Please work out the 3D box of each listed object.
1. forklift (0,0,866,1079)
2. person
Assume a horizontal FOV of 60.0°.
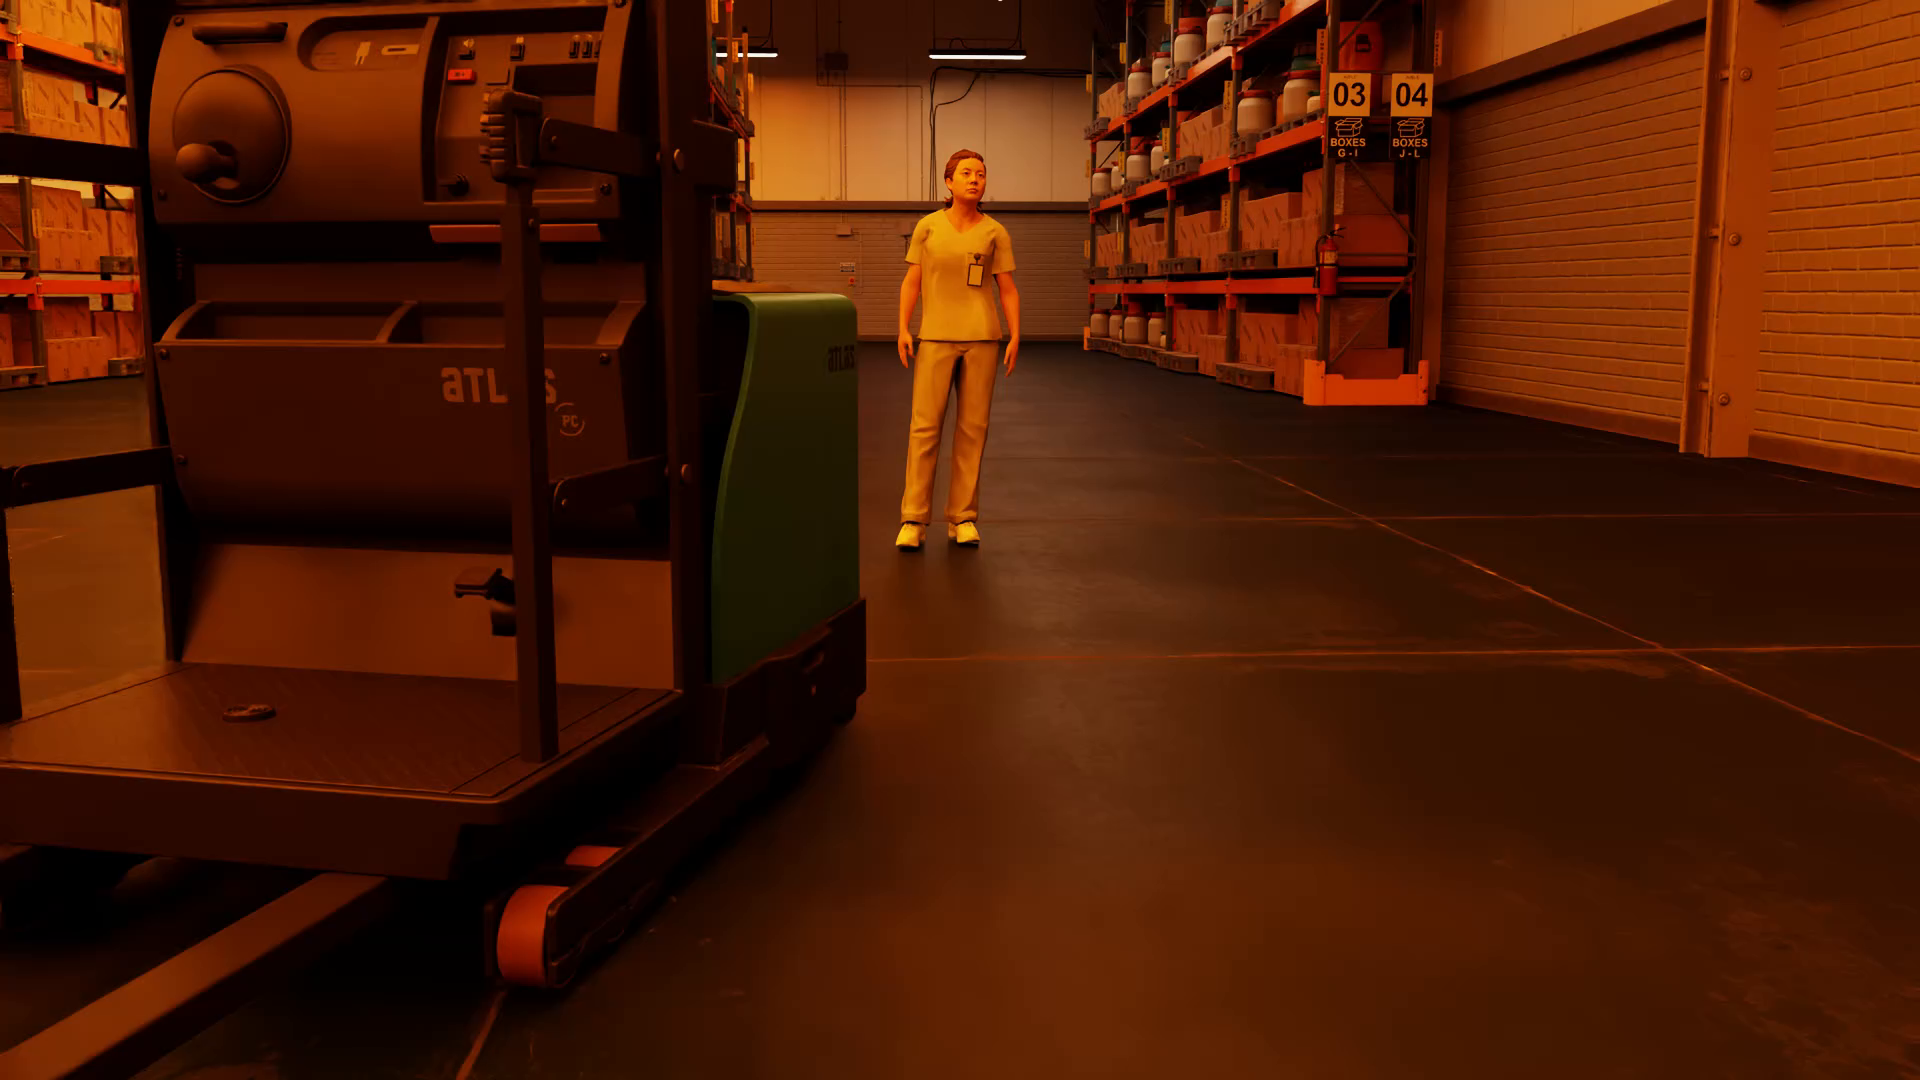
[{"bbox_3d":[-1.072,-0.809,2.777,1.130,2.935,3.031,2,9,13],"label":"forklift"},{"bbox_3d":[-0.009,-0.825,7.112,0.549,1.673,0.548,-1,8,-4],"label":"person"}]
